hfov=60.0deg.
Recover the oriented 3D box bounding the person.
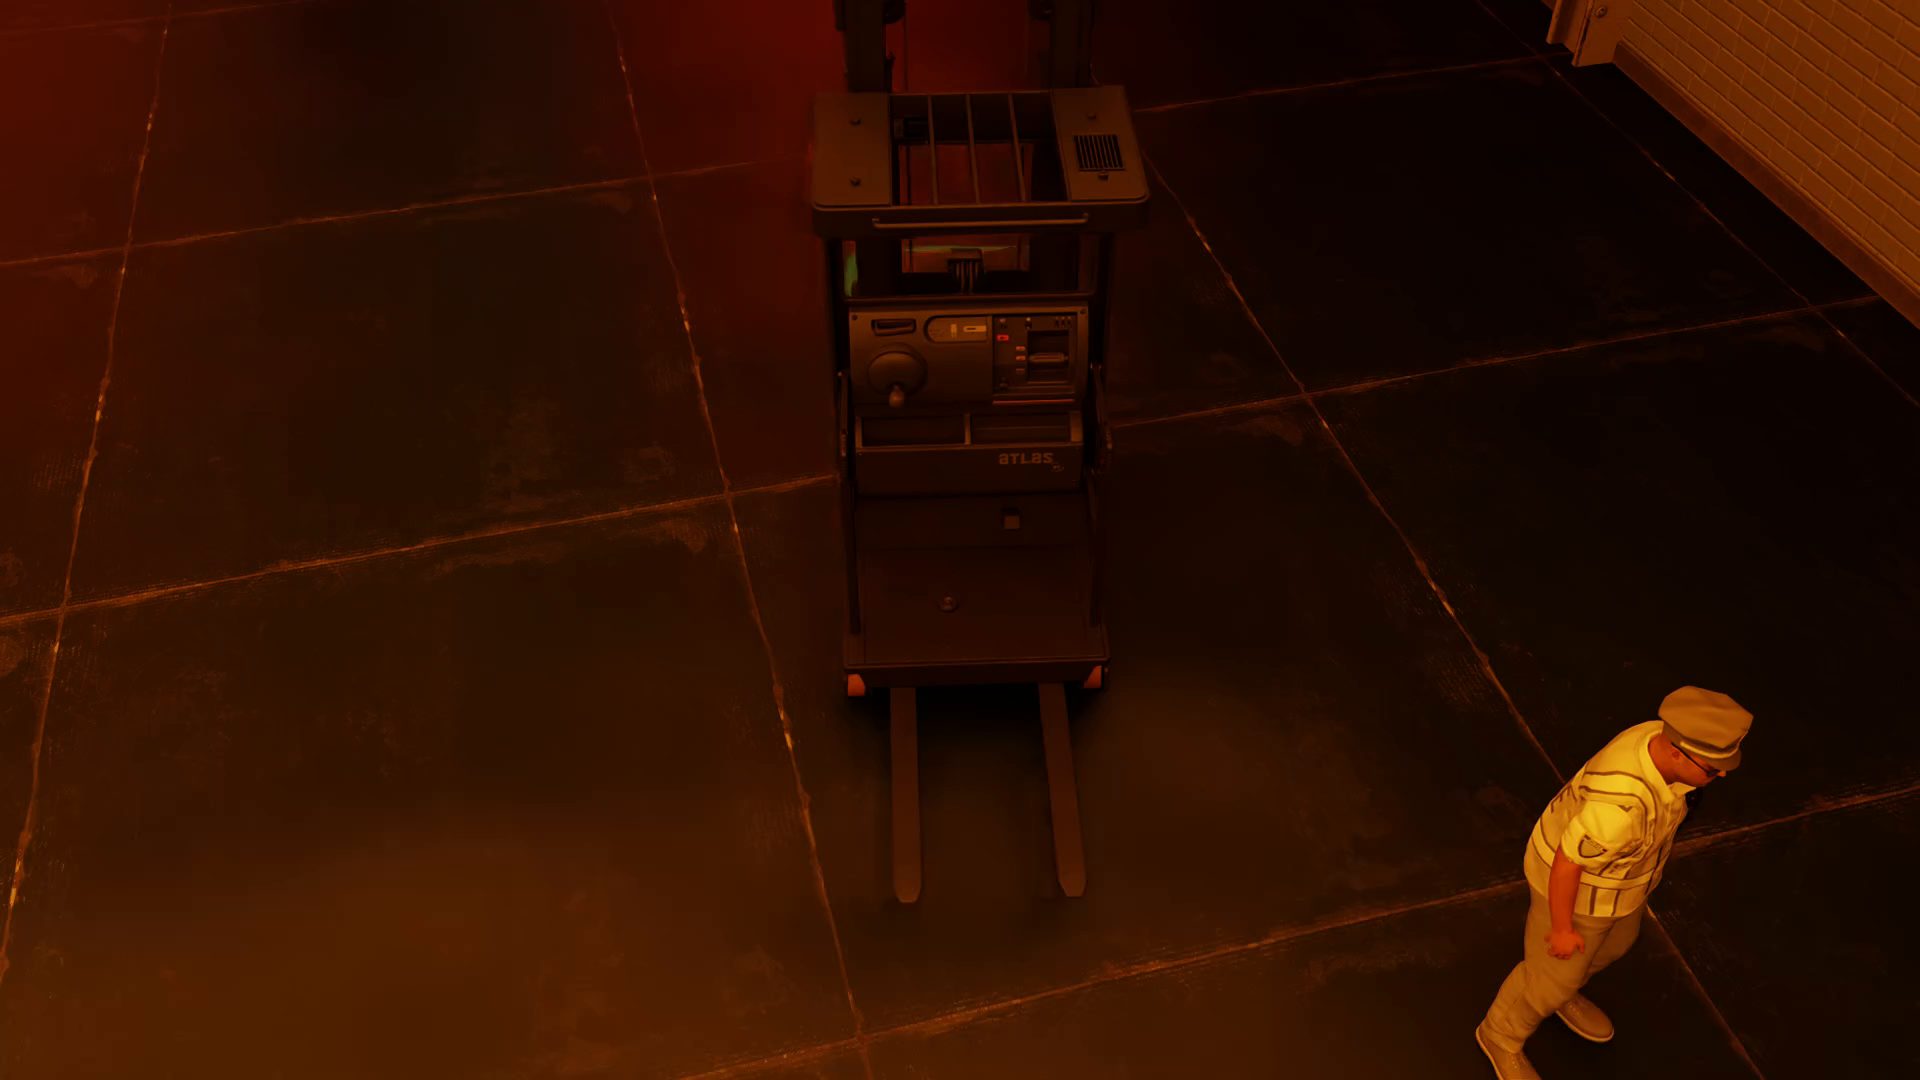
[{"bbox_3d":[2.053,1.092,5.350,0.600,1.747,0.443,-31,51,-28],"label":"person"}]

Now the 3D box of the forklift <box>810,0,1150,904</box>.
[{"bbox_3d":[0.048,-0.631,6.313,1.130,2.935,3.031,-2,43,-2],"label":"forklift"}]
